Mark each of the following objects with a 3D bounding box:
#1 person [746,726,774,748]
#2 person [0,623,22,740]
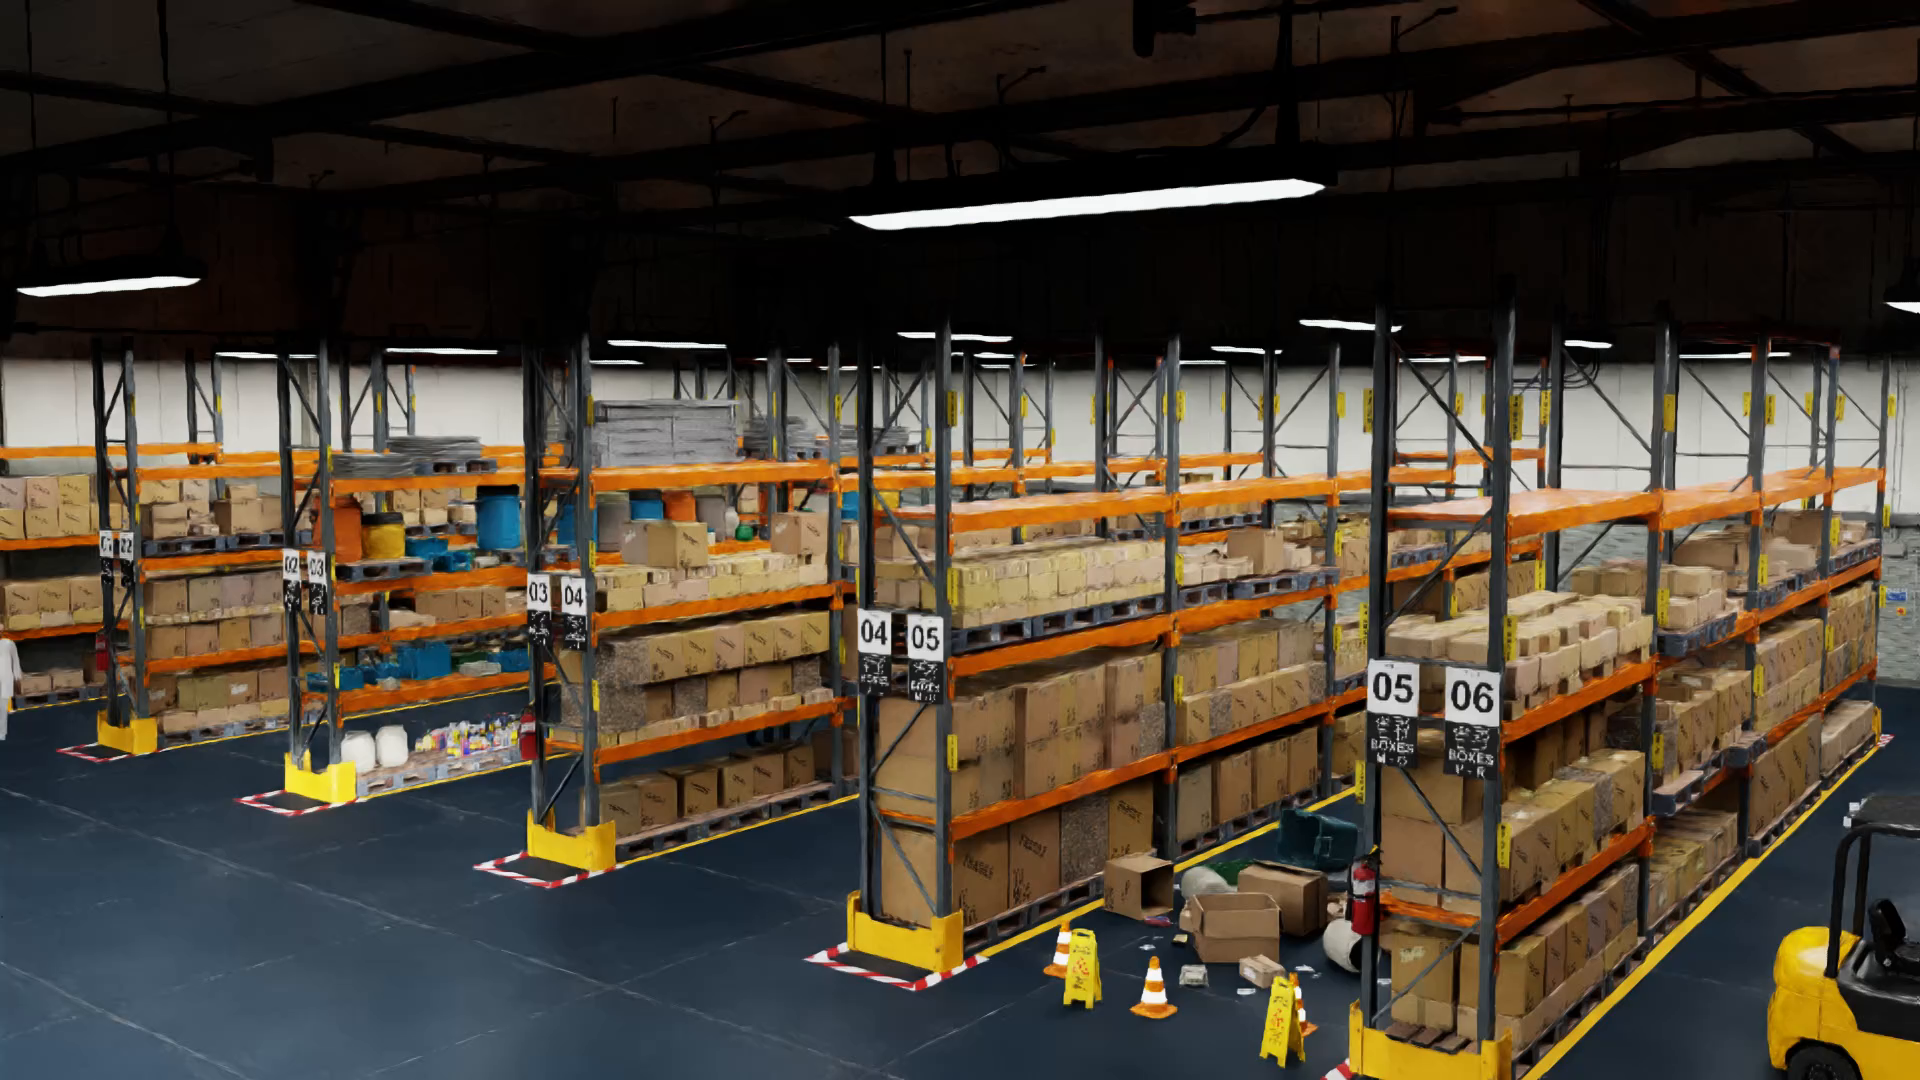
[{"bbox_3d":[-2.715,2.413,22.882,0.566,1.541,0.519,4,6,36],"label":"person"},{"bbox_3d":[-14.454,2.108,24.848,0.759,1.770,0.508,-2,5,-24],"label":"person"}]
